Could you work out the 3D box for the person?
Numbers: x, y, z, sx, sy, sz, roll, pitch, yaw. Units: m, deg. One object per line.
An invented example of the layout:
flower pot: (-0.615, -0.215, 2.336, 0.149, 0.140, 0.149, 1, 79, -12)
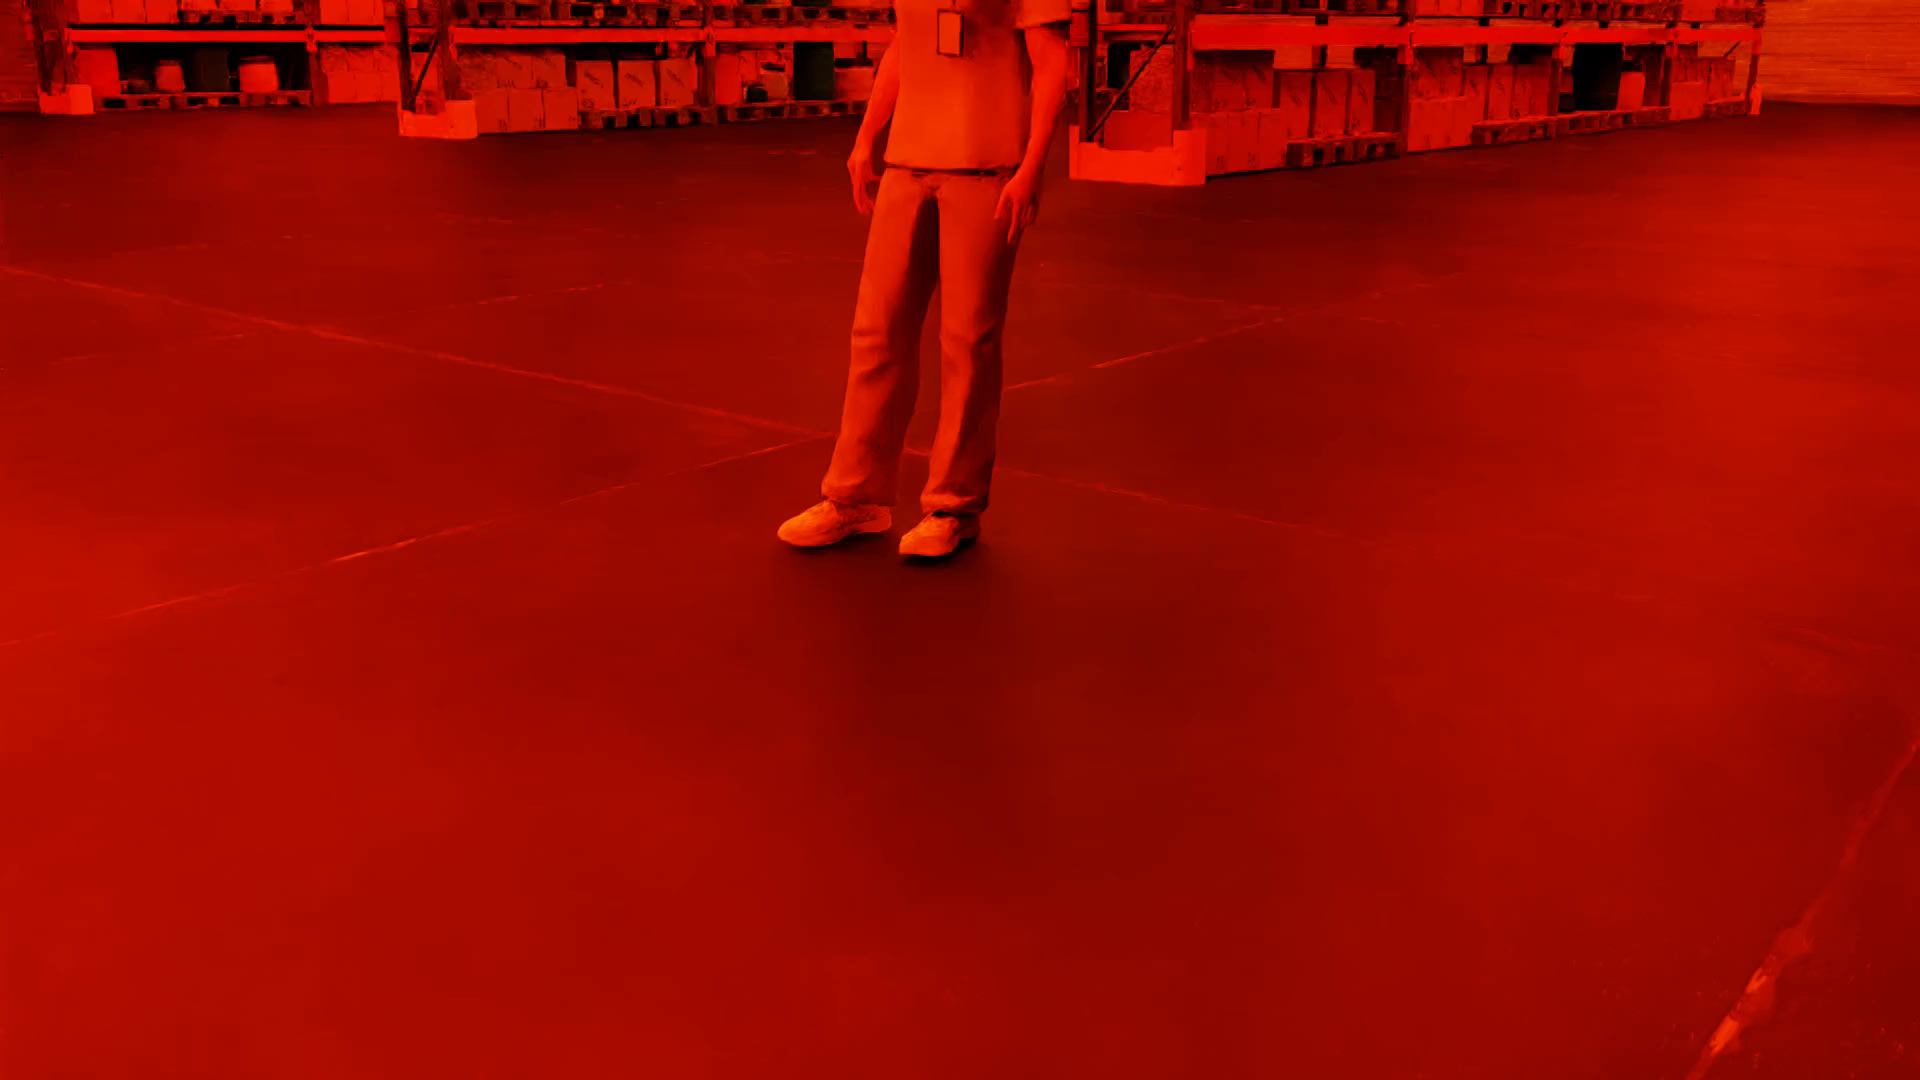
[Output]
person: (-0.057, -0.794, 3.650, 0.550, 1.674, 0.548, 13, 21, 37)
